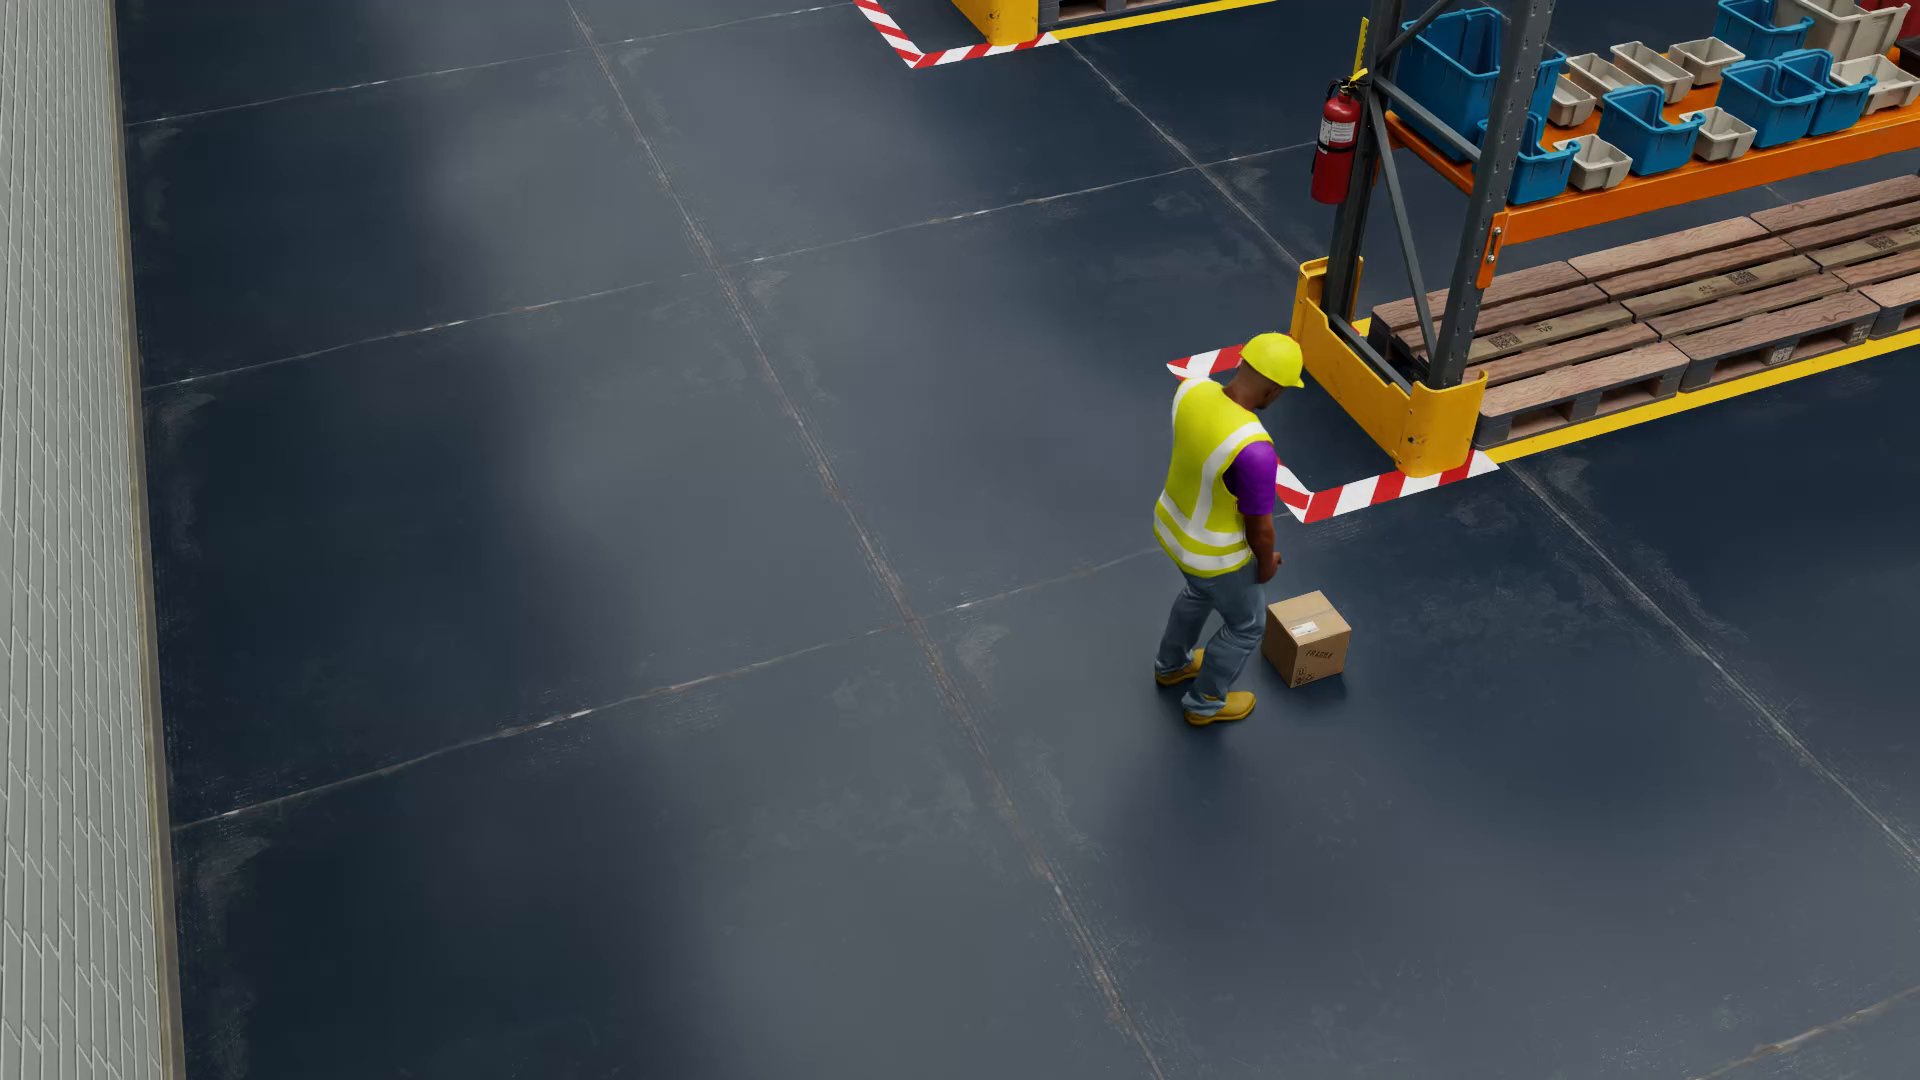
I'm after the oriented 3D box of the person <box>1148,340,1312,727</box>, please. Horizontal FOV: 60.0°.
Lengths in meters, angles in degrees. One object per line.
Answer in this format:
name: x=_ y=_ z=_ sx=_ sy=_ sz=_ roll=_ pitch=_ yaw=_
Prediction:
person: x=0.988 y=-0.026 z=6.259 sx=0.554 sy=1.651 sz=0.610 roll=-14 pitch=43 yaw=-16
